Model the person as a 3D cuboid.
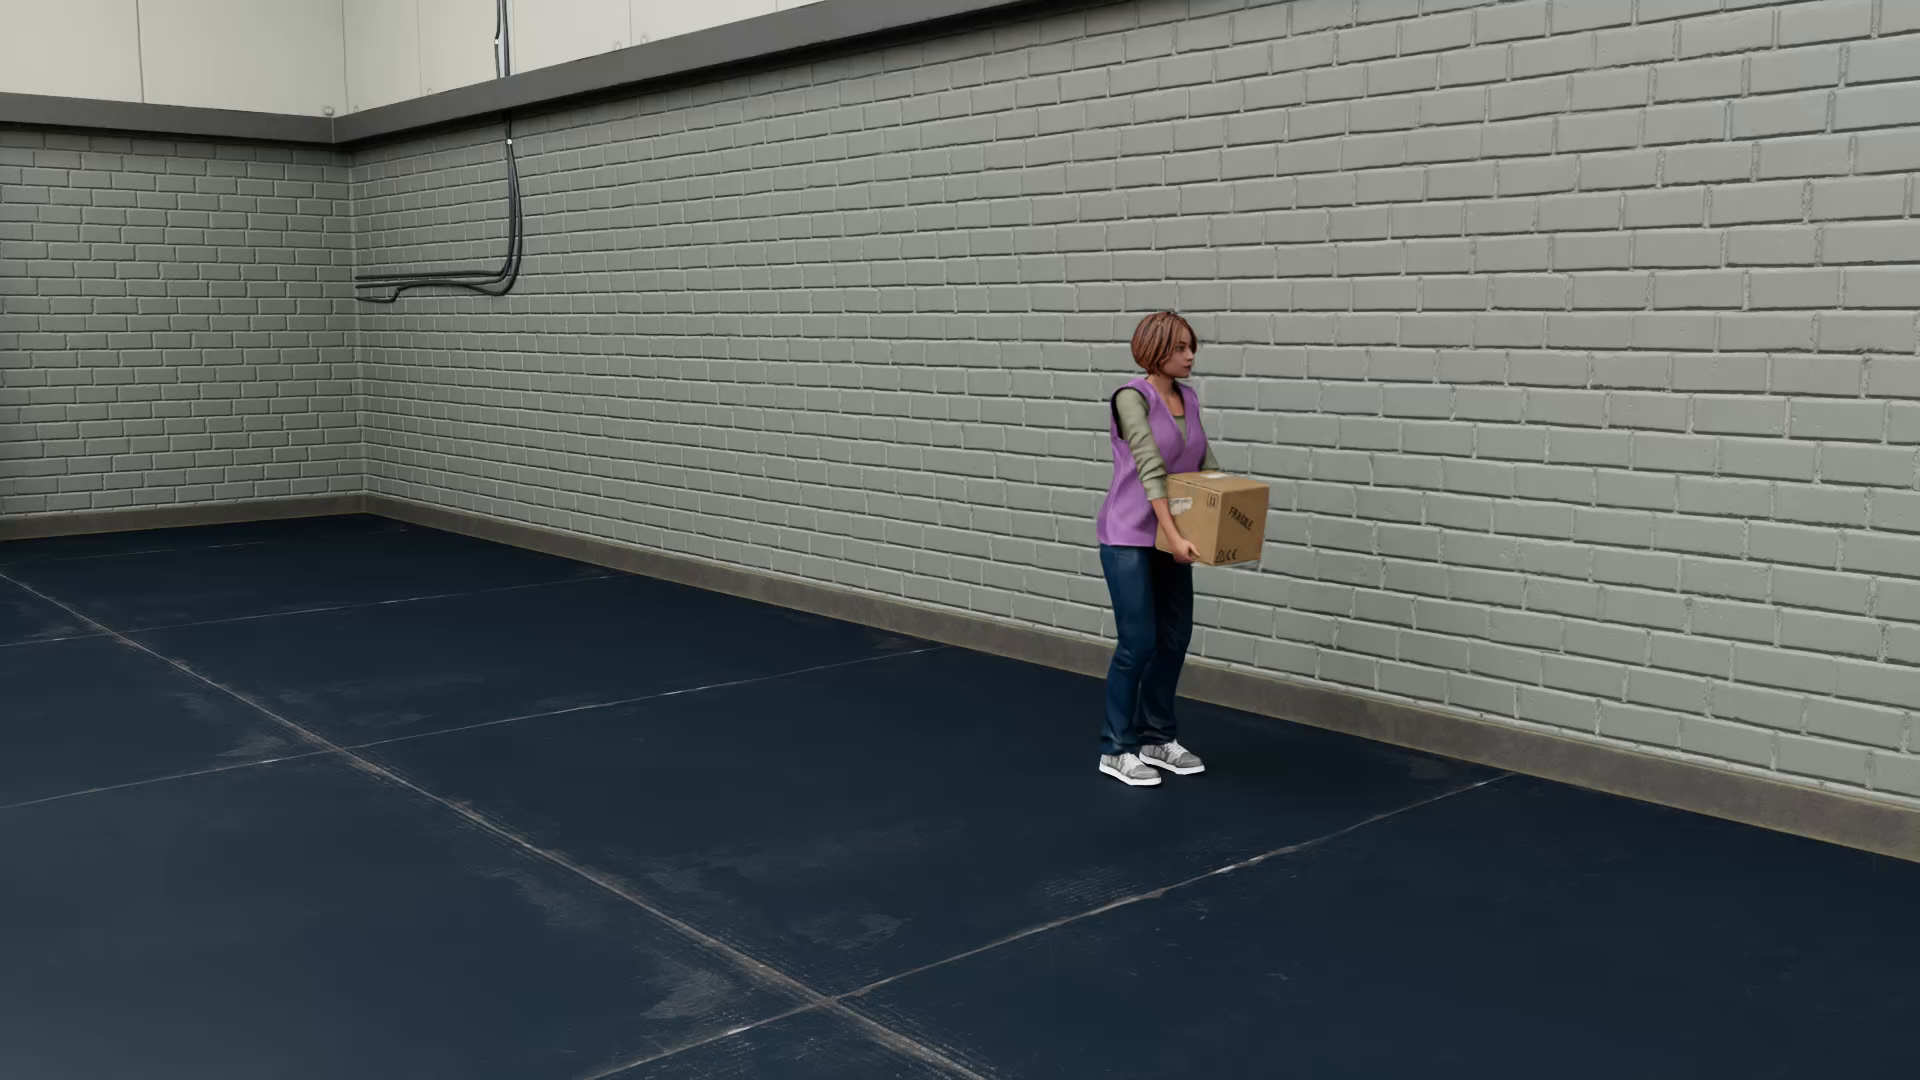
[{"bbox_3d":[0.705,0.032,5.622,0.375,1.596,0.507,-7,10,-42],"label":"person"}]
